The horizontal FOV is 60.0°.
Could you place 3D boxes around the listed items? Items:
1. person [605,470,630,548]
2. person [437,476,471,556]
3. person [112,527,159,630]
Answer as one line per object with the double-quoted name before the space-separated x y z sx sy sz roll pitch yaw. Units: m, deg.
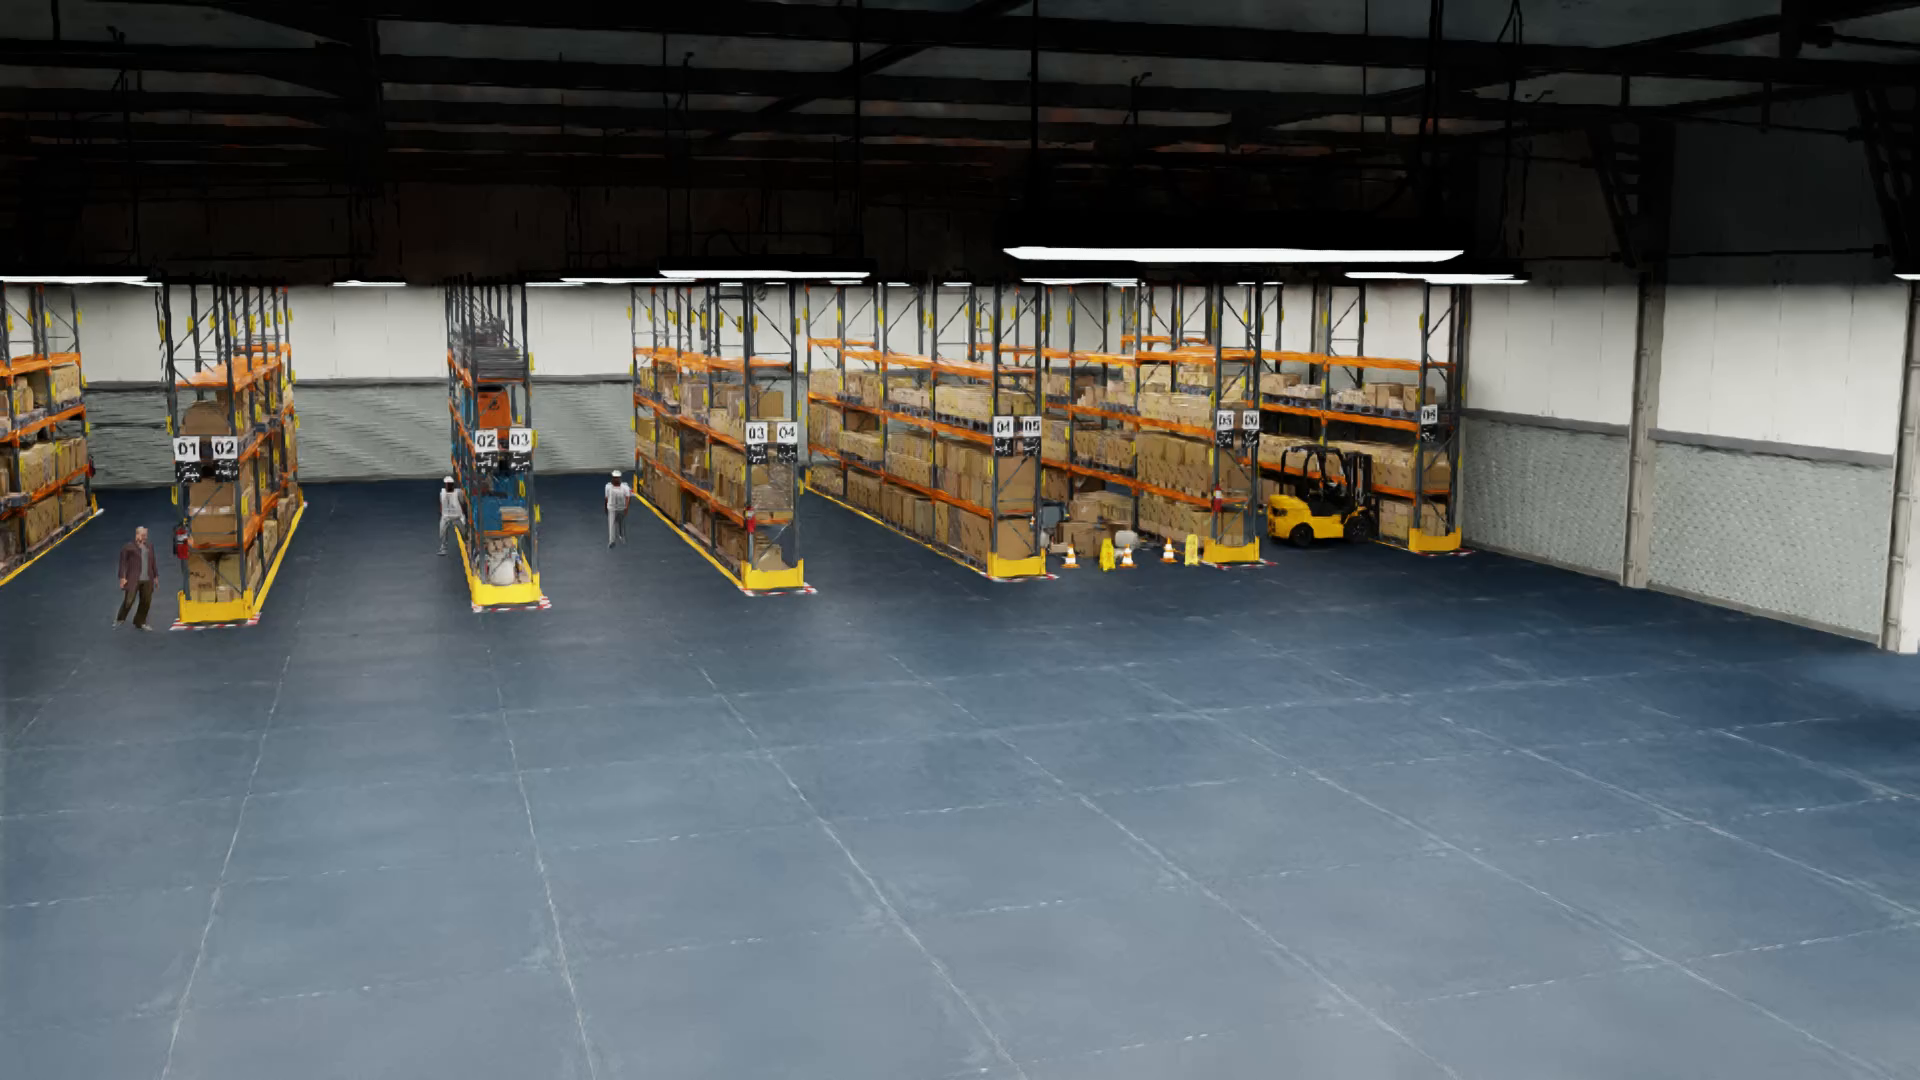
"person" -7.627 -0.709 37.056 0.570 1.708 1.041 -1 9 -10
"person" -10.965 -0.537 35.945 0.605 1.734 0.991 0 9 2
"person" -13.912 0.653 27.985 0.569 1.756 0.774 6 10 34
